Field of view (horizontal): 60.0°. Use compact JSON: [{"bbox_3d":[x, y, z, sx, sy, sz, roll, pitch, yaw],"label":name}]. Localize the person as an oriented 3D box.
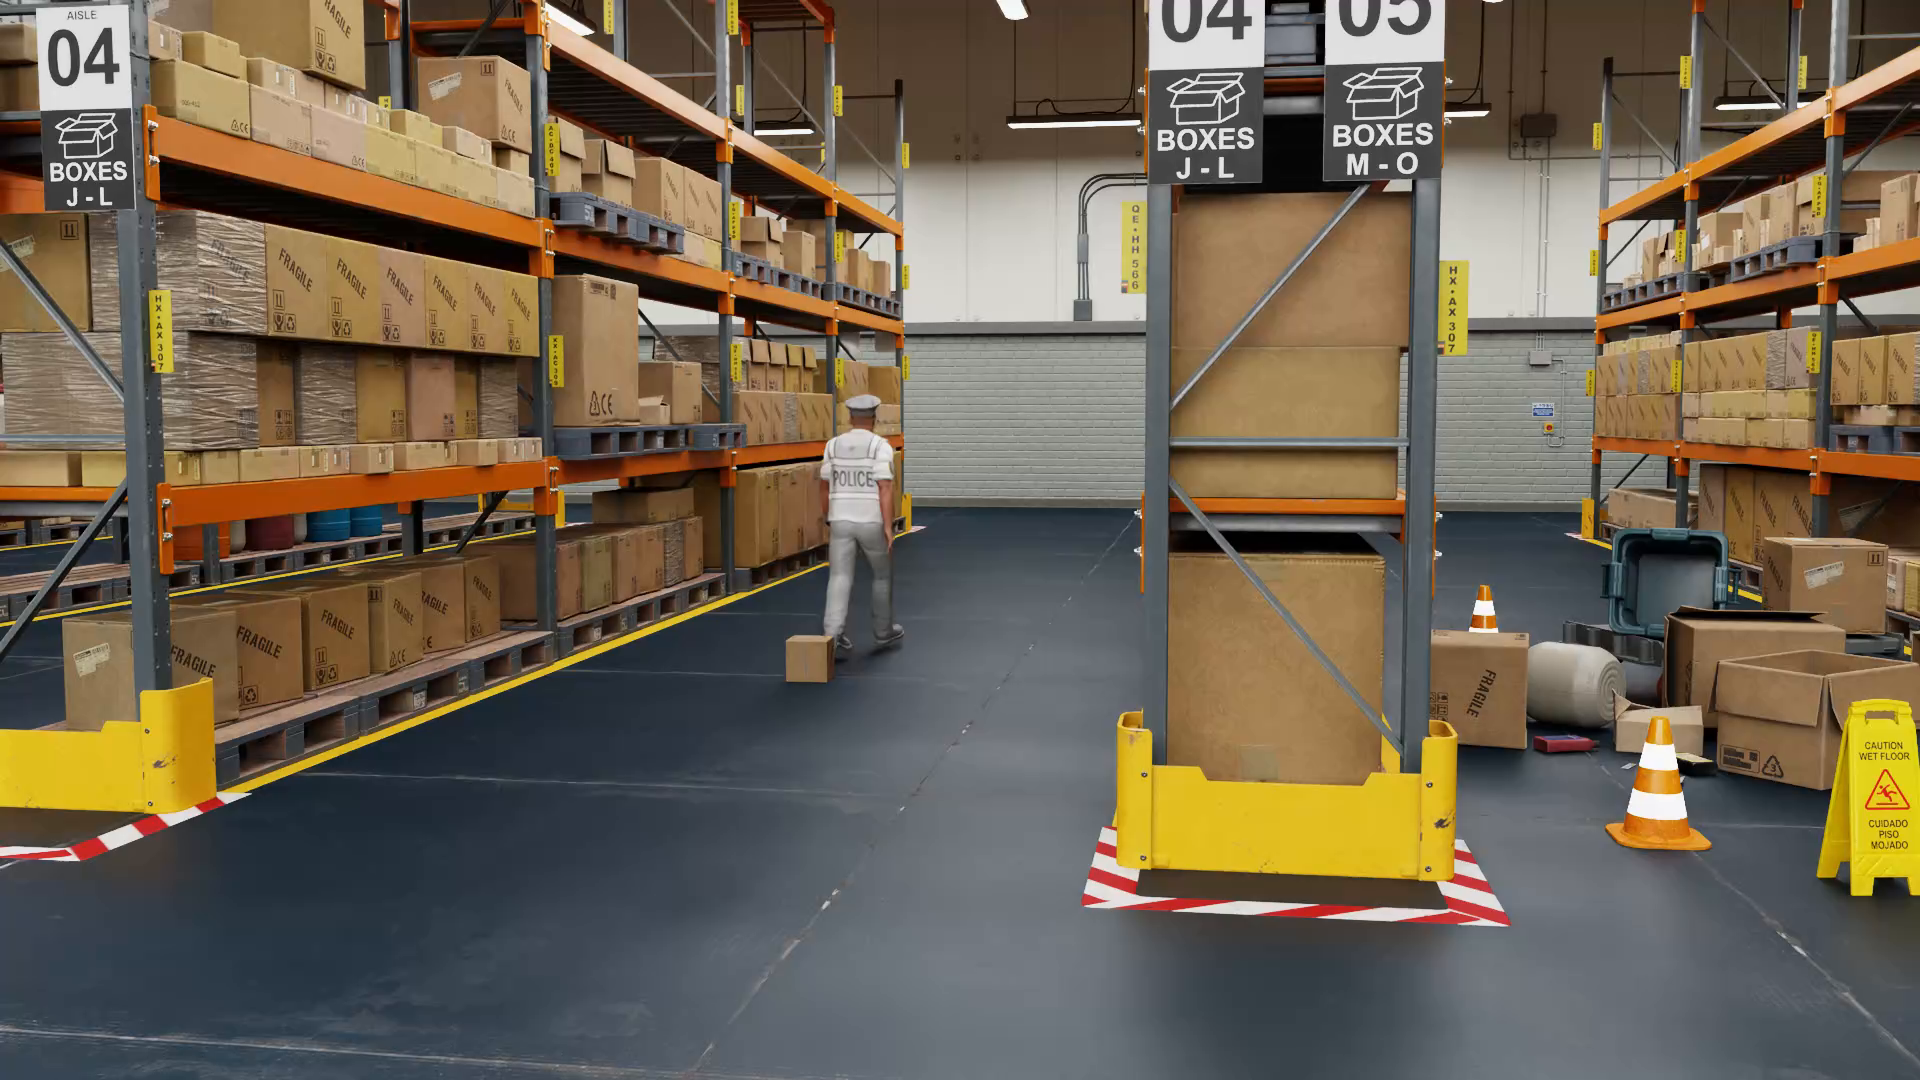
[{"bbox_3d":[-0.679,-0.120,11.136,0.566,1.710,1.077,1,5,13],"label":"person"}]
